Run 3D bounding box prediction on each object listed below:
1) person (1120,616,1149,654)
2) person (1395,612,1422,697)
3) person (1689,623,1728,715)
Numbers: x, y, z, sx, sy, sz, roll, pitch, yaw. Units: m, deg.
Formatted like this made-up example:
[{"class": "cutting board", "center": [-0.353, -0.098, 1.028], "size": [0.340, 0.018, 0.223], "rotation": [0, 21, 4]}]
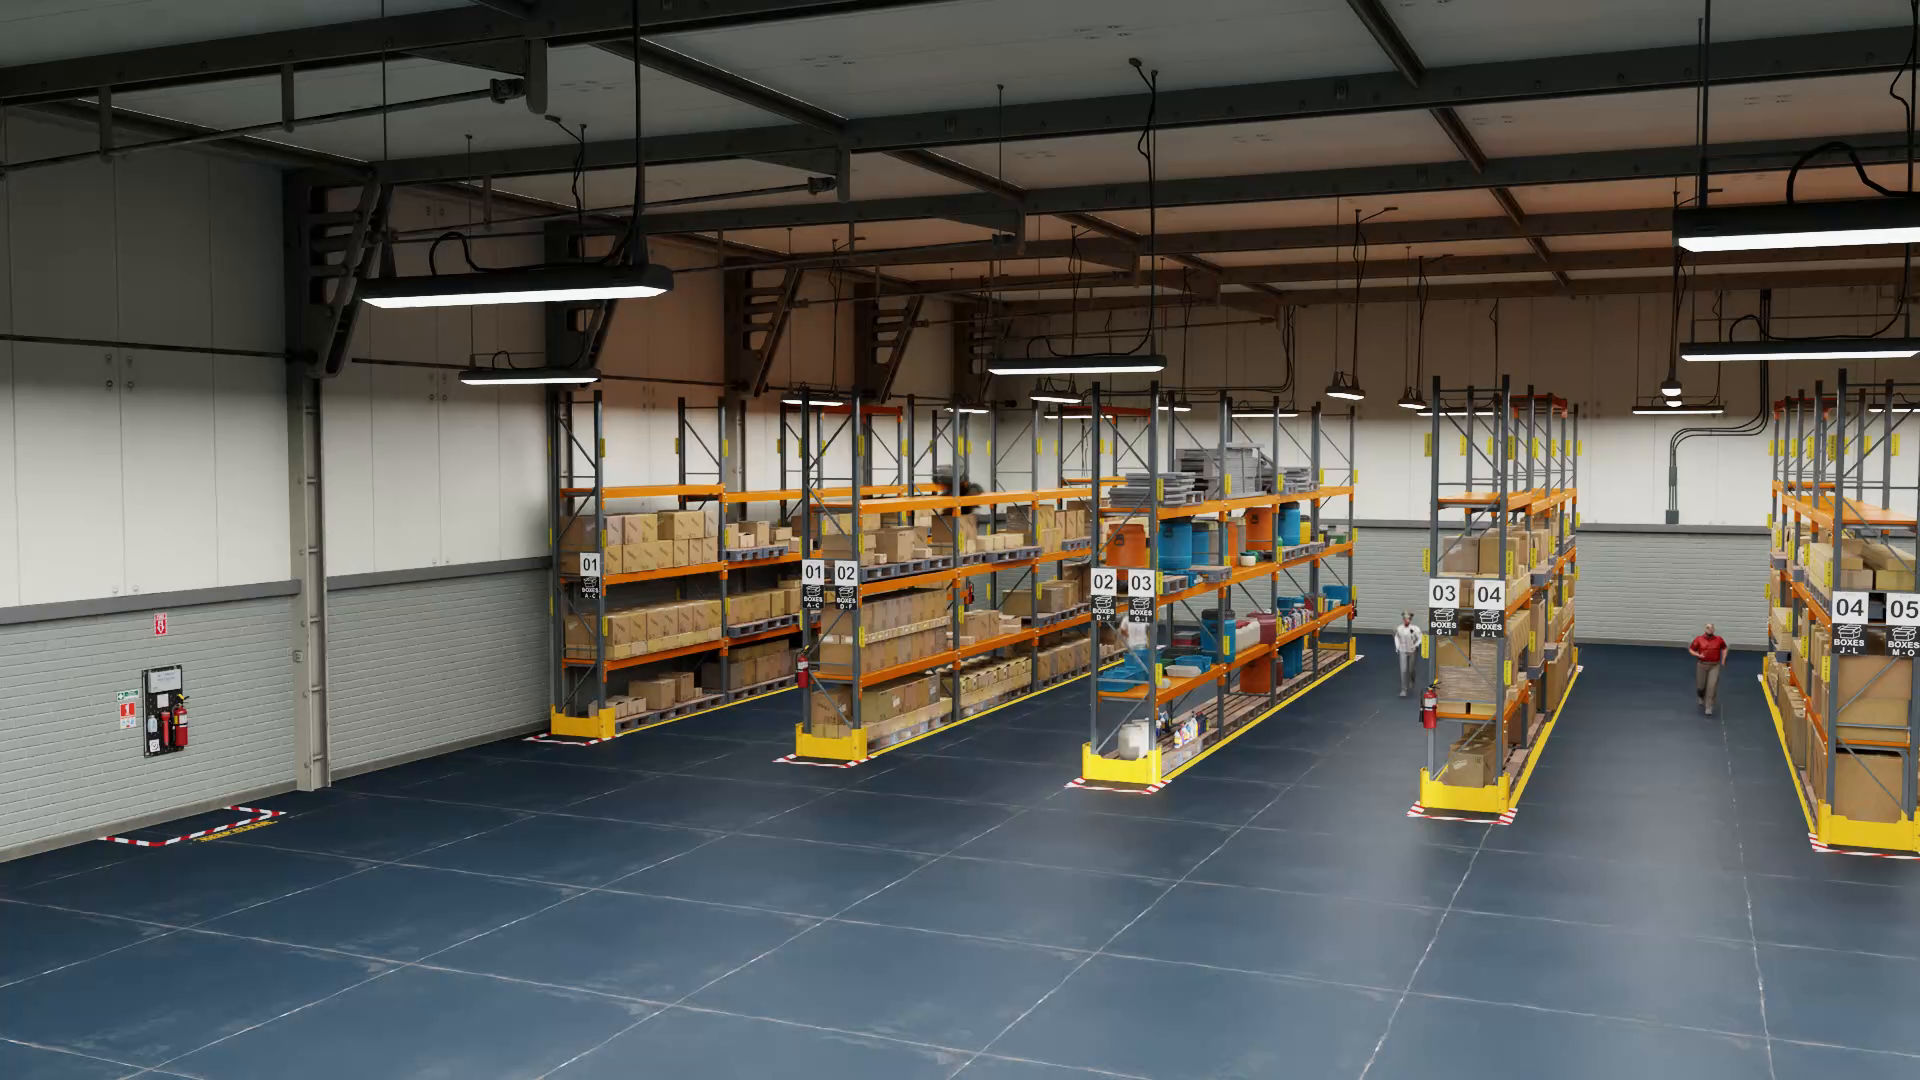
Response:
[{"class": "person", "center": [3.620, 2.141, 34.062], "size": [0.690, 1.726, 0.674], "rotation": [1, 3, 17]}, {"class": "person", "center": [9.060, 2.278, 33.565], "size": [0.610, 1.694, 0.860], "rotation": [1, 3, 25]}, {"class": "person", "center": [14.147, 2.409, 31.442], "size": [0.676, 1.698, 0.817], "rotation": [1, 3, 20]}]
